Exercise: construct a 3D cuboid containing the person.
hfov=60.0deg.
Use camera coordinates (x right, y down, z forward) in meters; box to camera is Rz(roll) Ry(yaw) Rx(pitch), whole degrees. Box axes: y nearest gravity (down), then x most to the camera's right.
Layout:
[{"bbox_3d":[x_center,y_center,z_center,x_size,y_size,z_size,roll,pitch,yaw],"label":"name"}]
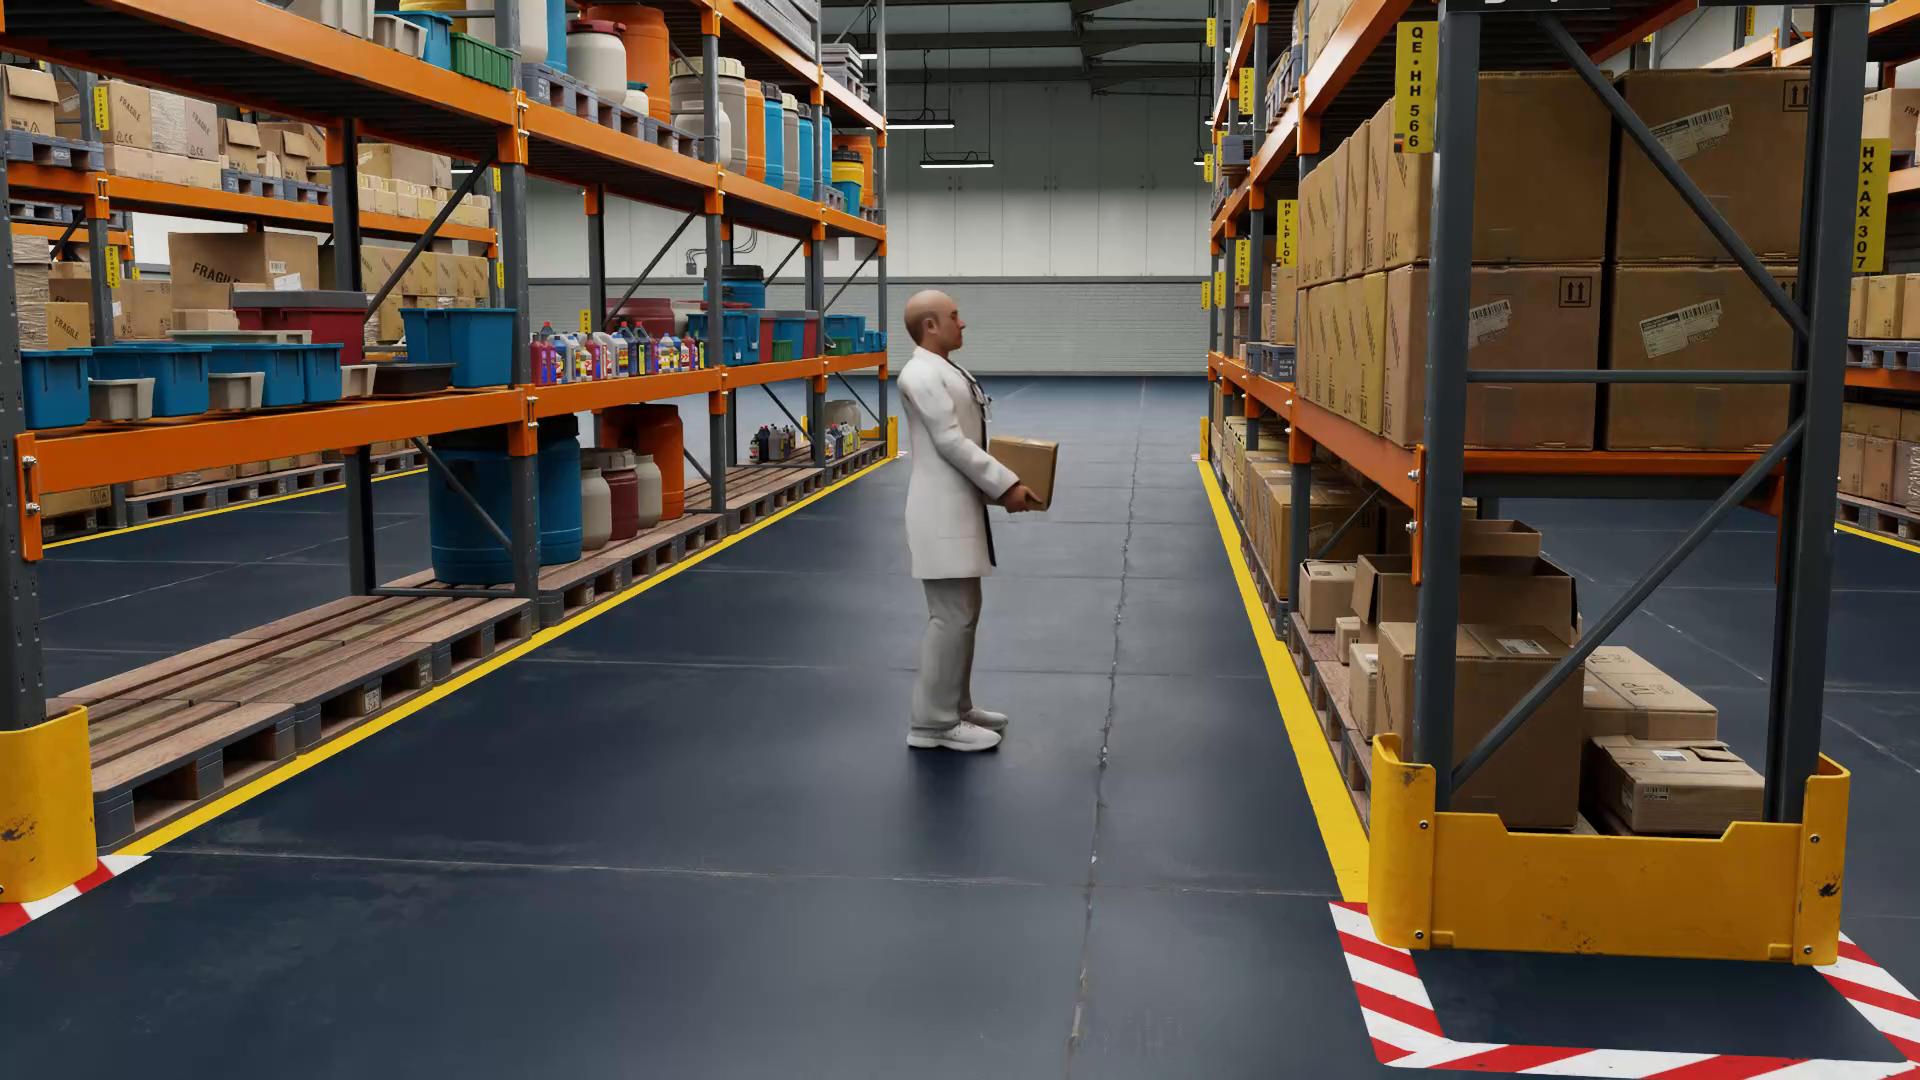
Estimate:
[{"bbox_3d":[0.054,-0.084,6.513,0.555,1.770,0.530,1,7,7],"label":"person"}]
